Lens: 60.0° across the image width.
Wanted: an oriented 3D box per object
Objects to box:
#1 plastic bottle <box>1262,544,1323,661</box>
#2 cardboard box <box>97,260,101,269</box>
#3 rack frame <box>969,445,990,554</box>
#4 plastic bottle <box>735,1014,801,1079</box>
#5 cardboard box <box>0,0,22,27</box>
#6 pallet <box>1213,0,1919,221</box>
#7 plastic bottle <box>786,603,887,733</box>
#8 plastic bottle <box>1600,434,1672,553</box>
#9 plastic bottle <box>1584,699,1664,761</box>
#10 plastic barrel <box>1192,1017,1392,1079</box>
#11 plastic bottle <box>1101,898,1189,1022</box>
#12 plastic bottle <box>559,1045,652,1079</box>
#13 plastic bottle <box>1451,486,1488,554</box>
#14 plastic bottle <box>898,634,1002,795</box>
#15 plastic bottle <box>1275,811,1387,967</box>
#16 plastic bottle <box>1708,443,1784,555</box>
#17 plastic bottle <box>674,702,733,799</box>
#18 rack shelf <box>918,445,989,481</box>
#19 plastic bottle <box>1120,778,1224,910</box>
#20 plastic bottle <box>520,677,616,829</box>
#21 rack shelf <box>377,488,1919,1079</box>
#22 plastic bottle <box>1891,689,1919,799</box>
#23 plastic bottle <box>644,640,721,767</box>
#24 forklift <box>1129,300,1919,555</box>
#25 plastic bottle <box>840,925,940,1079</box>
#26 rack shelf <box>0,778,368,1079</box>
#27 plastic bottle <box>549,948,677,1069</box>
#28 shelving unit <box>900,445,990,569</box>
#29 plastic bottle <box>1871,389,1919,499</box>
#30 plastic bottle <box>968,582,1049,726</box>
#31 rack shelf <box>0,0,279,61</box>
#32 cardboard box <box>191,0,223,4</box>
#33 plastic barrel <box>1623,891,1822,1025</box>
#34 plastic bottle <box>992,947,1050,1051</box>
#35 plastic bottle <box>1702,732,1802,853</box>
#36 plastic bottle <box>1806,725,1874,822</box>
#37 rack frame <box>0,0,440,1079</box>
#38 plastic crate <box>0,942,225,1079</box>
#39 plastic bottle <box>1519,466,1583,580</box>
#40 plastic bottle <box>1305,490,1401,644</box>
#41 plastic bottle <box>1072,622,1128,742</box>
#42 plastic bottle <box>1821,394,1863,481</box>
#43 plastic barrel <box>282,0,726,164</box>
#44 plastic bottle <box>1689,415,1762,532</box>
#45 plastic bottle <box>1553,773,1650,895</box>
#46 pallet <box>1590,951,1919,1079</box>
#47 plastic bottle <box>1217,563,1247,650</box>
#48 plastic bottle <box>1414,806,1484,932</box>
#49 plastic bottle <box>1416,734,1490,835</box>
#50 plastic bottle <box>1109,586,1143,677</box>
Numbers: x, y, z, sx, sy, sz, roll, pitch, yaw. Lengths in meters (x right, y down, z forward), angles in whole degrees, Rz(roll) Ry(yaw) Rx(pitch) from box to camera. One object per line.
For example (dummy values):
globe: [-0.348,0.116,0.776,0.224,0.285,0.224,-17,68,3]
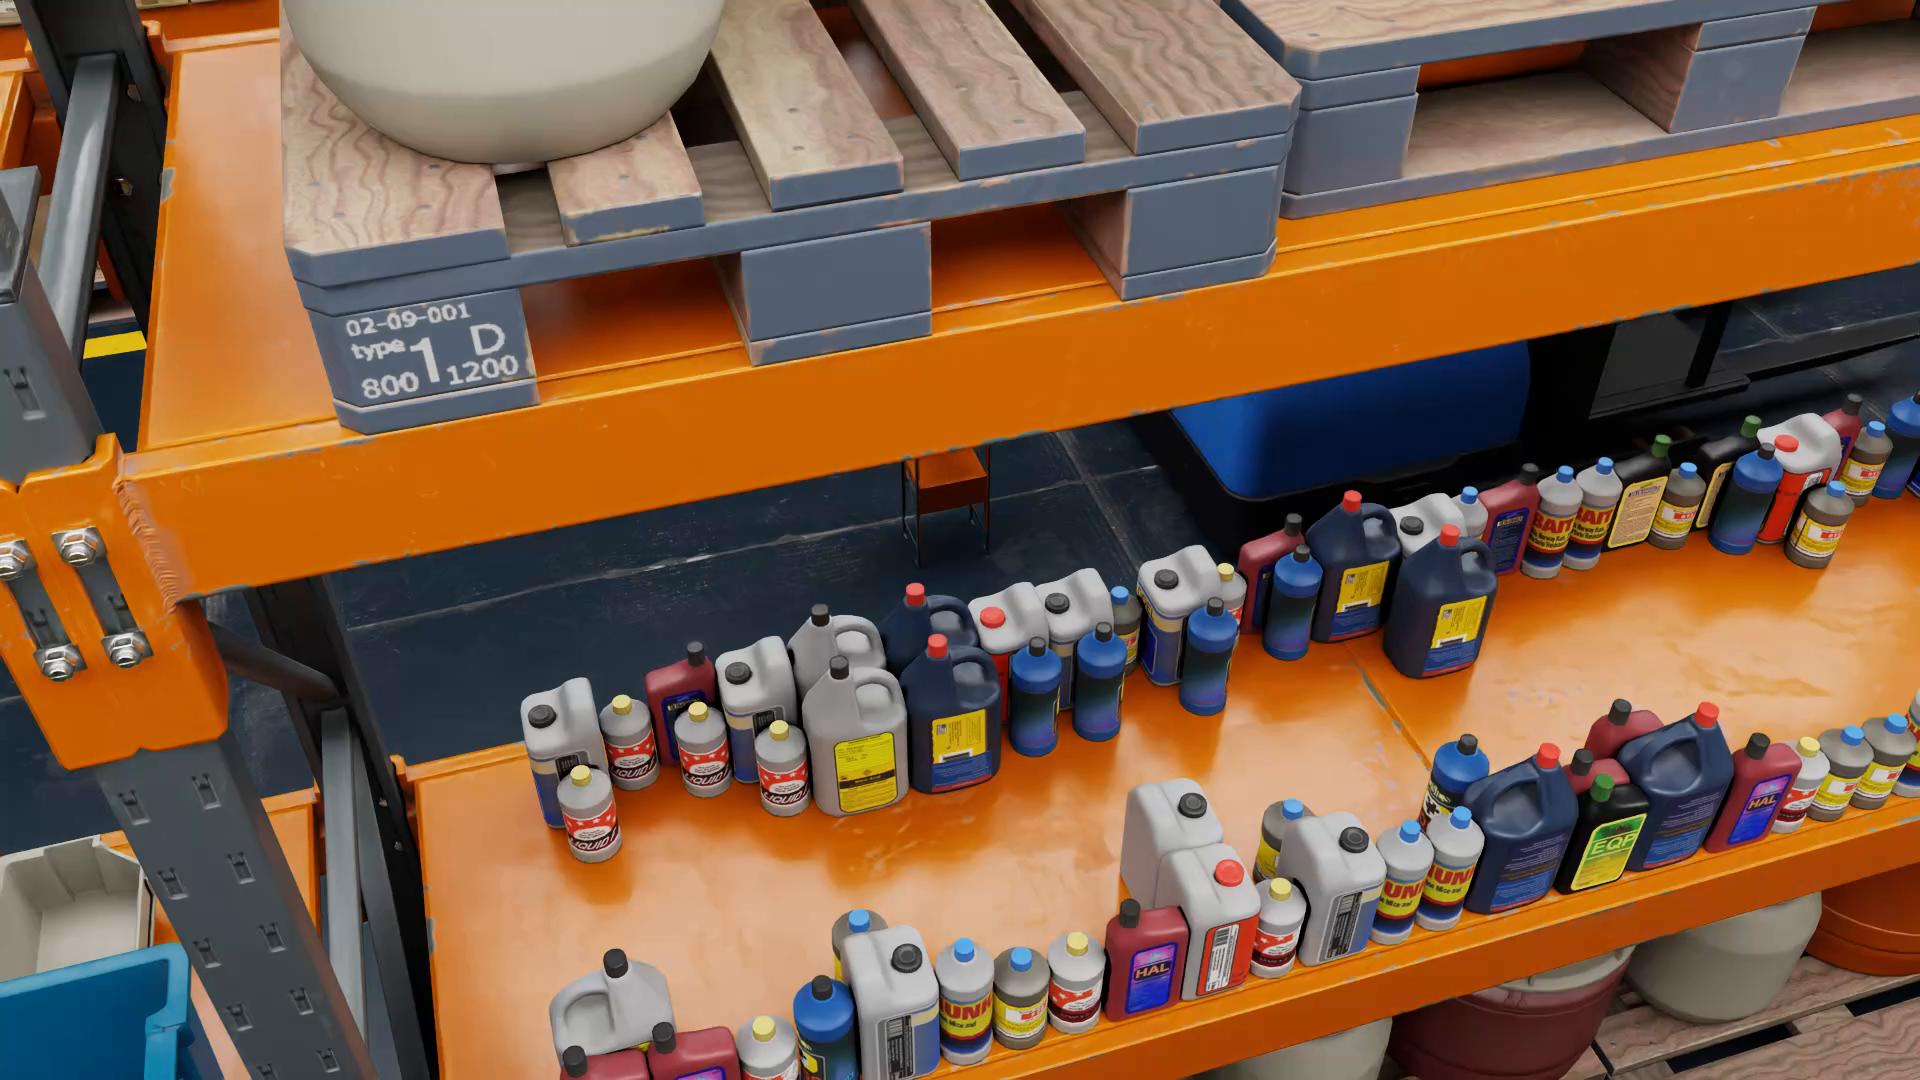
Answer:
plastic bottle: [0.689,0.120,3.431,0.097,0.271,0.097,0,41,0]
cardboard box: [-3.158,-1.761,6.782,0.875,0.875,0.875,-12,42,-13]
rack frame: [0.065,-0.409,5.420,0.008,1.050,0.200,-12,42,-13]
plastic bottle: [-0.307,0.834,2.666,0.097,0.201,0.097,0,41,0]
cardboard box: [-3.433,-1.971,5.917,0.250,0.149,0.380,-11,42,-12]
pallet: [0.782,-0.876,2.336,1.213,0.211,1.003,-12,42,-13]
plastic bottle: [-0.239,0.256,3.214,0.185,0.351,0.144,-12,42,-13]
plastic bottle: [1.486,-0.104,3.678,0.133,0.283,0.061,-12,42,-13]
plastic bottle: [1.231,0.398,3.103,0.133,0.283,0.061,-12,42,-13]
plastic barrel: [0.748,1.111,3.770,0.421,0.512,0.421,0,41,0]
plastic bottle: [0.308,0.688,2.771,0.133,0.283,0.061,-12,42,-13]
plastic bottle: [-0.539,0.864,2.570,0.133,0.283,0.061,-12,42,-13]
plastic bottle: [1.068,-0.001,3.569,0.097,0.271,0.097,0,41,0]
plastic bottle: [-0.019,0.310,3.152,0.185,0.351,0.144,-12,42,-13]
plastic bottle: [0.643,0.590,2.889,0.135,0.276,0.152,-12,42,-13]
plastic bottle: [1.747,-0.099,3.682,0.097,0.271,0.097,0,41,0]
plastic bottle: [-0.490,0.391,3.174,0.097,0.201,0.097,0,41,0]
rack shelf: [-0.051,-0.377,5.399,0.240,0.259,0.215,-12,42,-13]
plastic bottle: [0.376,0.541,2.946,0.135,0.276,0.152,-12,42,-13]
plastic bottle: [-0.738,0.391,3.117,0.135,0.276,0.152,-12,42,-13]
rack shelf: [0.891,0.500,3.444,4.000,0.370,1.077,-12,42,-13]
plastic bottle: [1.834,0.364,3.151,0.097,0.271,0.097,0,41,0]
plastic bottle: [-0.531,0.314,3.200,0.133,0.283,0.061,-12,42,-13]
forklift: [2.161,-1.626,5.383,3.031,2.935,1.130,-13,43,-14]
plastic bottle: [-0.112,0.747,2.710,0.135,0.276,0.152,-12,42,-13]
rack shelf: [-2.925,1.291,2.539,4.000,0.370,1.077,-12,42,-13]
plastic bottle: [-0.545,0.769,2.627,0.185,0.351,0.144,-12,42,-13]
shelving unit: [-0.051,-0.385,5.392,0.252,1.050,0.215,-12,42,-13]
plastic bottle: [2.170,-0.229,3.830,0.097,0.271,0.097,0,41,0]
plastic bottle: [0.091,0.219,3.314,0.135,0.276,0.152,-12,42,-13]
rack shelf: [-4.412,-1.817,6.097,4.000,0.370,1.077,-12,42,-13]
cardboard box: [-2.697,-2.123,6.091,0.250,0.149,0.380,-11,42,-13]
plastic barrel: [1.825,0.888,4.025,0.421,0.512,0.421,0,41,0]
plastic bottle: [0.100,0.750,2.763,0.097,0.201,0.097,0,41,0]
plastic bottle: [1.450,0.452,3.042,0.133,0.283,0.061,-12,42,-13]
plastic bottle: [1.648,0.429,3.130,0.097,0.201,0.097,0,41,0]
rack frame: [-1.017,0.625,2.755,0.127,3.000,1.000,-12,42,-13]
plastic crate: [-1.360,0.915,2.390,0.575,0.384,0.392,-12,42,-13]
plastic bottle: [1.288,-0.046,3.621,0.097,0.271,0.097,0,41,0]
plastic bottle: [0.812,0.039,3.463,0.185,0.351,0.144,-12,42,-13]
plastic bottle: [0.275,0.269,3.260,0.097,0.271,0.097,0,41,0]
plastic bottle: [1.961,-0.203,3.791,0.133,0.283,0.061,-12,42,-13]
plastic barrel: [-0.440,-0.661,1.524,0.433,0.535,0.433,0,41,0]
plastic bottle: [1.706,-0.150,3.730,0.133,0.283,0.061,-12,42,-13]
plastic bottle: [1.147,0.515,2.970,0.133,0.283,0.061,-12,42,-13]
pallet: [2.059,1.066,4.369,1.213,0.211,1.003,-12,42,-13]
plastic bottle: [0.543,0.134,3.467,0.097,0.201,0.097,0,41,0]
plastic bottle: [0.855,0.567,2.919,0.097,0.271,0.097,0,41,0]
plastic bottle: [0.905,0.457,3.044,0.097,0.271,0.097,0,41,0]
plastic bottle: [0.322,0.180,3.415,0.097,0.201,0.097,0,41,0]
